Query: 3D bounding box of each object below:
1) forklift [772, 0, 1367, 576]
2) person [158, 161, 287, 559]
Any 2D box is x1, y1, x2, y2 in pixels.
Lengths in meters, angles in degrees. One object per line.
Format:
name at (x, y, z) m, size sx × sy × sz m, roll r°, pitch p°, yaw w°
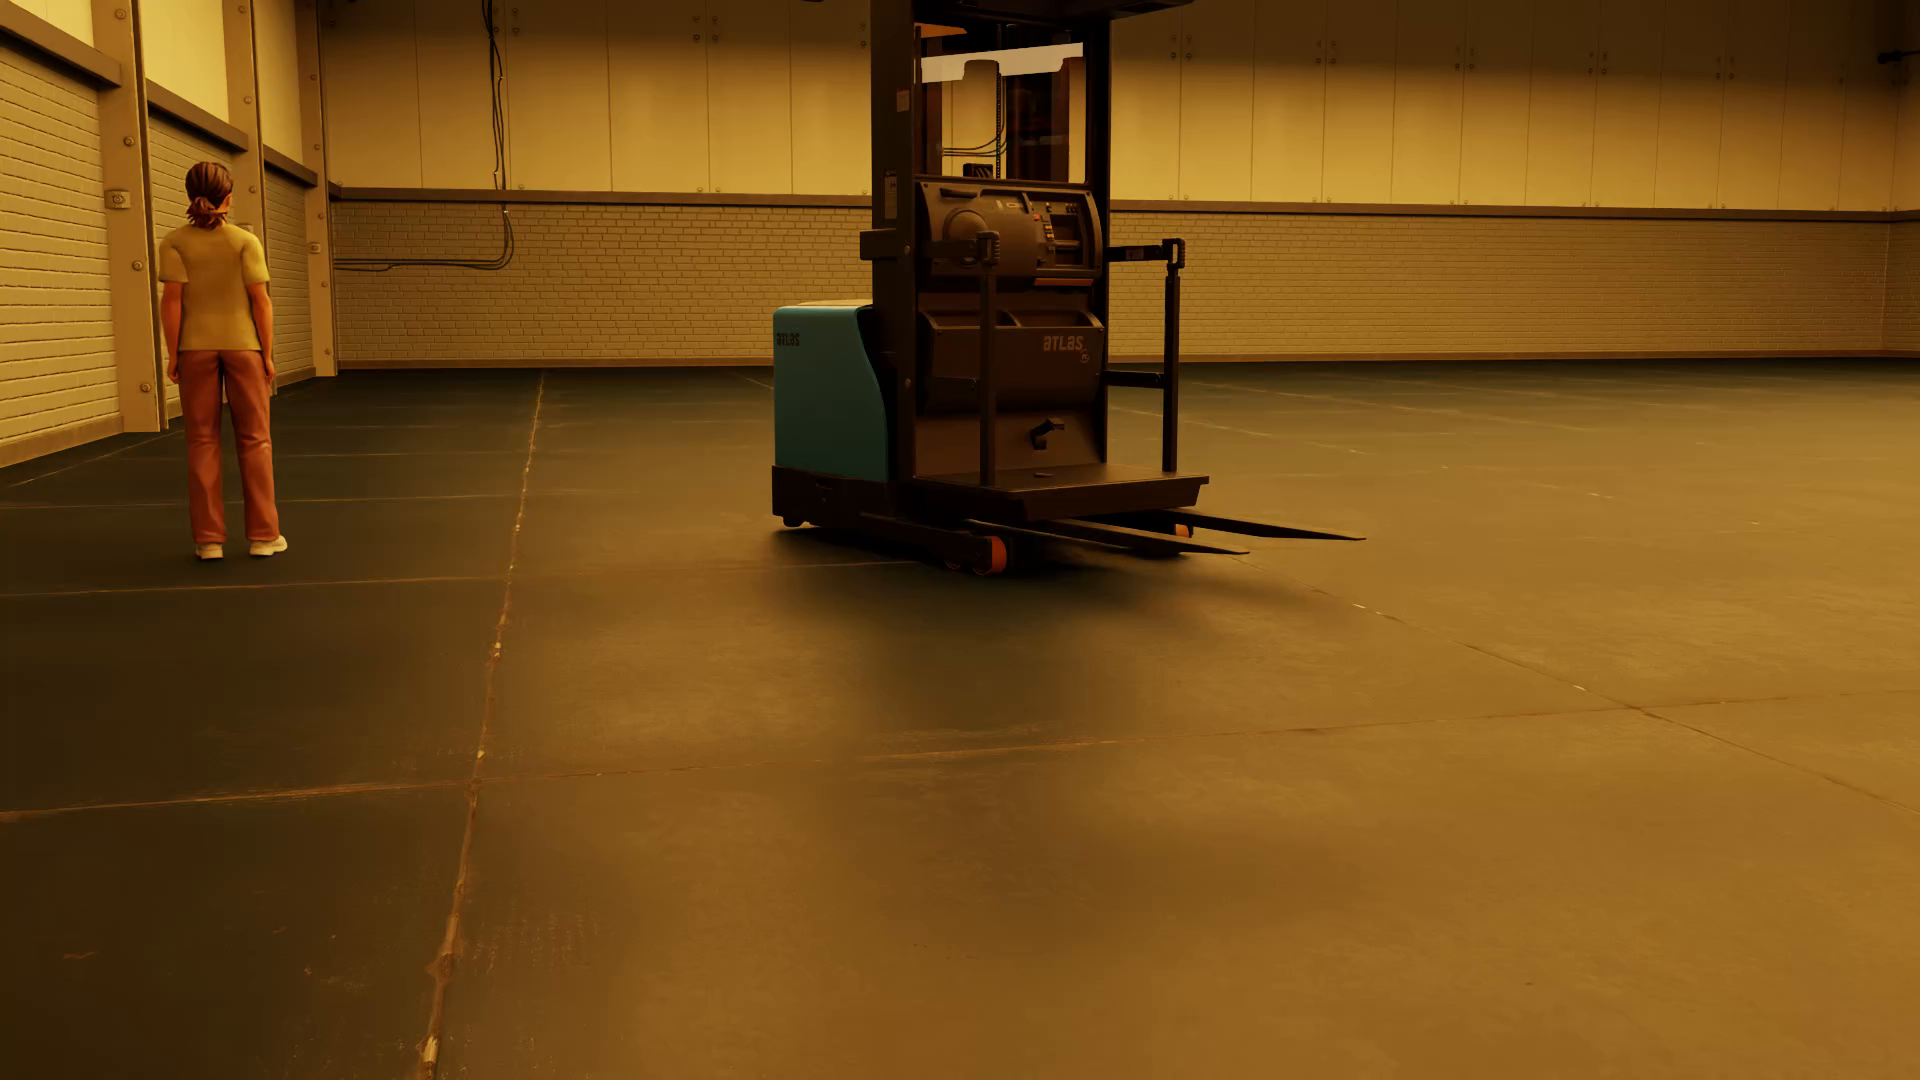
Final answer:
forklift at (0.355, -1.383, 7.015) m, size 1.130 × 2.935 × 3.031 m, roll -6°, pitch 10°, yaw -35°
person at (-3.157, -0.761, 7.110) m, size 0.433 × 1.673 × 0.368 m, roll -3°, pitch 8°, yaw -18°
